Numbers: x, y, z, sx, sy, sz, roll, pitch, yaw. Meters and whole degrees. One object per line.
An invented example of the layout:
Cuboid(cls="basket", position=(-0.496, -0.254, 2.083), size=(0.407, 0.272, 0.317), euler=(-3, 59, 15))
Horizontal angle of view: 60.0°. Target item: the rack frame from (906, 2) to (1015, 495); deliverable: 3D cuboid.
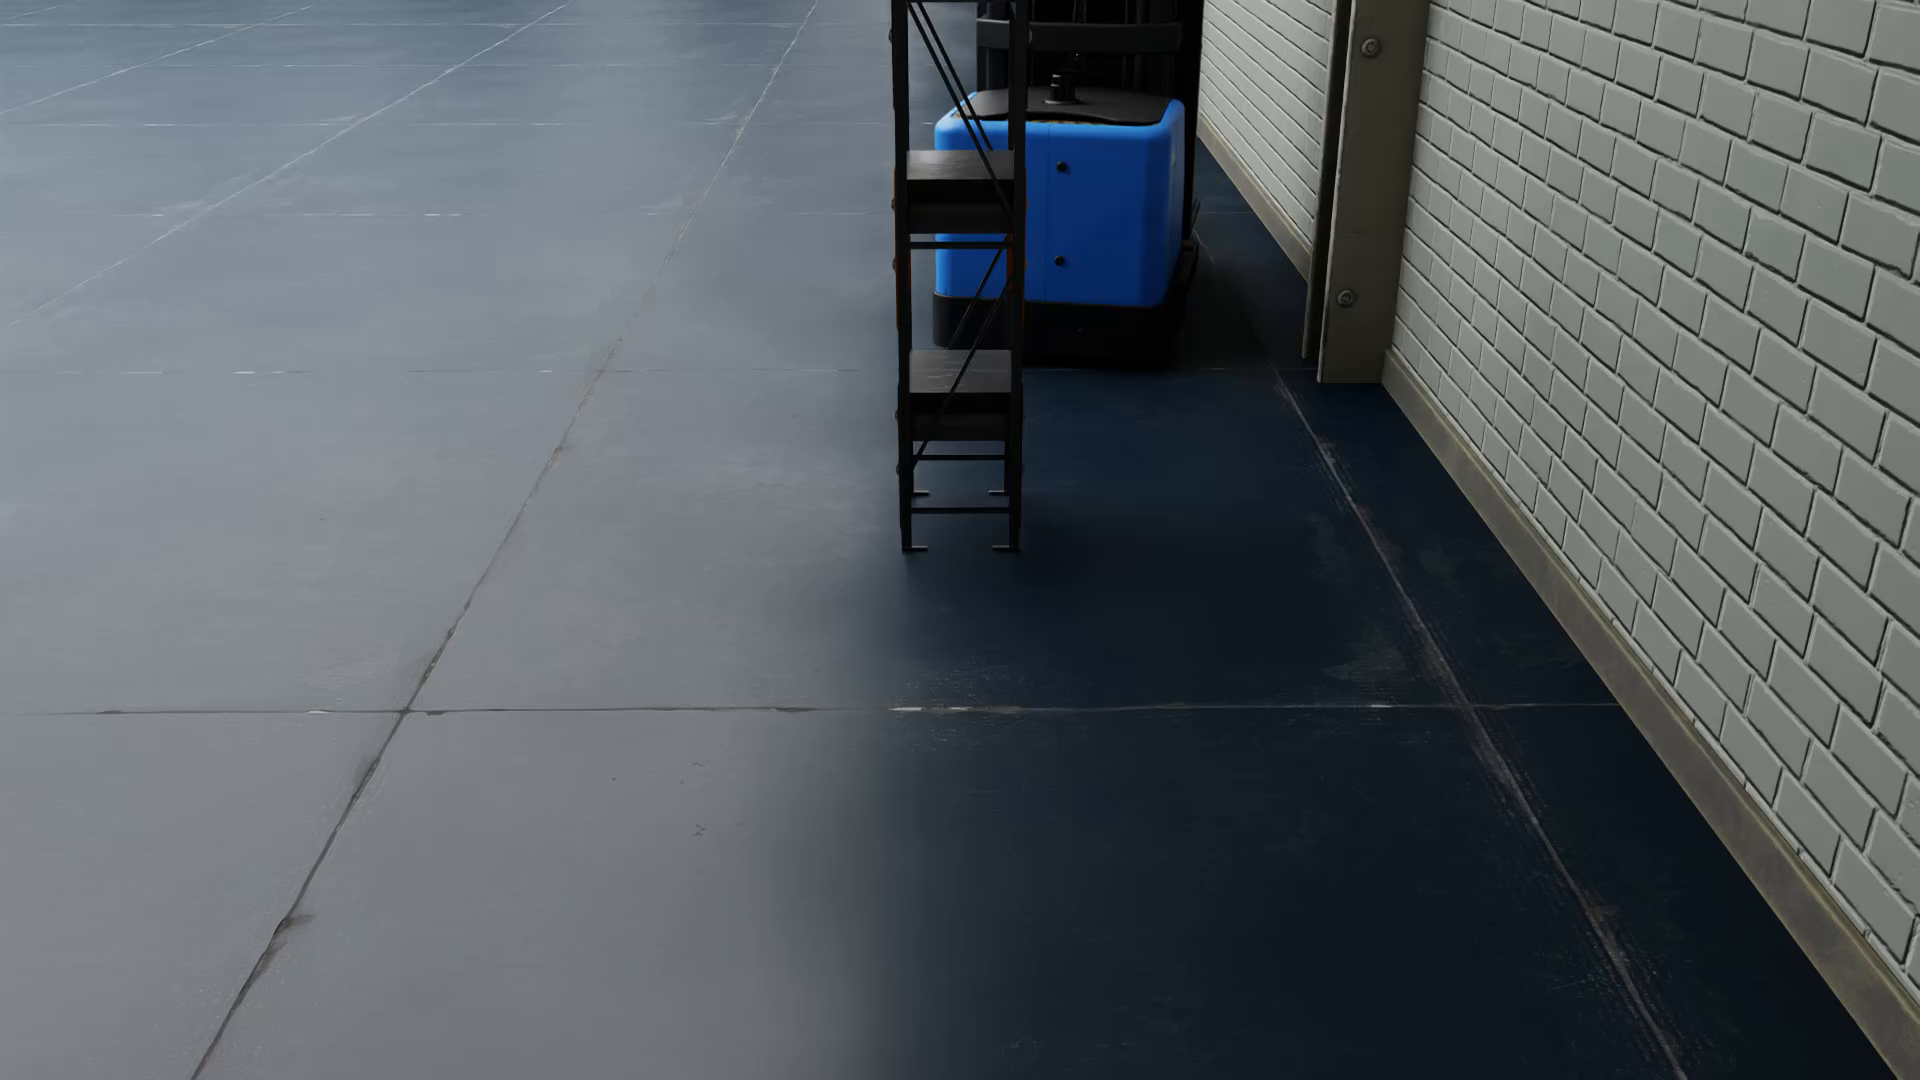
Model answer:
Cuboid(cls="rack frame", position=(-0.004, -1.125, 5.690), size=(0.400, 2.100, 0.015), euler=(0, 24, -1))

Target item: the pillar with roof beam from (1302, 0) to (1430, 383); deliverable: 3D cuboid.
Cuboid(cls="pillar with roof beam", position=(-2.582, -4.849, 5.552), size=(9.100, 9.000, 0.400), euler=(0, 24, -1))

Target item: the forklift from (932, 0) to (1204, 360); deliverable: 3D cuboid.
Cuboid(cls="forklift", position=(0.672, -2.708, 8.180), size=(1.130, 2.935, 3.031), euler=(5, 25, 10))

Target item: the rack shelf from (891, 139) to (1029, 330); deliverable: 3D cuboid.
Cuboid(cls="rack shelf", position=(-0.002, -1.012, 5.474), size=(0.431, 0.518, 0.480), euler=(0, 24, -1))

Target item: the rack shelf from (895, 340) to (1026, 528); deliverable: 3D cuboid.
Cuboid(cls="rack shelf", position=(-0.002, -0.375, 5.762), size=(0.431, 0.518, 0.480), euler=(0, 24, -1))

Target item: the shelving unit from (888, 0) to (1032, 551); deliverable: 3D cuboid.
Cuboid(cls="shelving unit", position=(-0.002, -1.025, 5.468), size=(0.431, 2.100, 0.503), euler=(0, 24, -1))

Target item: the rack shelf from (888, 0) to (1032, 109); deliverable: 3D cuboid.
Cuboid(cls="rack shelf", position=(-0.002, -1.650, 5.185), size=(0.431, 0.518, 0.480), euler=(0, 24, -1))

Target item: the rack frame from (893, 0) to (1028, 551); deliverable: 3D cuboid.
Cuboid(cls="rack frame", position=(0.001, -0.924, 5.246), size=(0.400, 2.100, 0.015), euler=(0, 24, -1))
